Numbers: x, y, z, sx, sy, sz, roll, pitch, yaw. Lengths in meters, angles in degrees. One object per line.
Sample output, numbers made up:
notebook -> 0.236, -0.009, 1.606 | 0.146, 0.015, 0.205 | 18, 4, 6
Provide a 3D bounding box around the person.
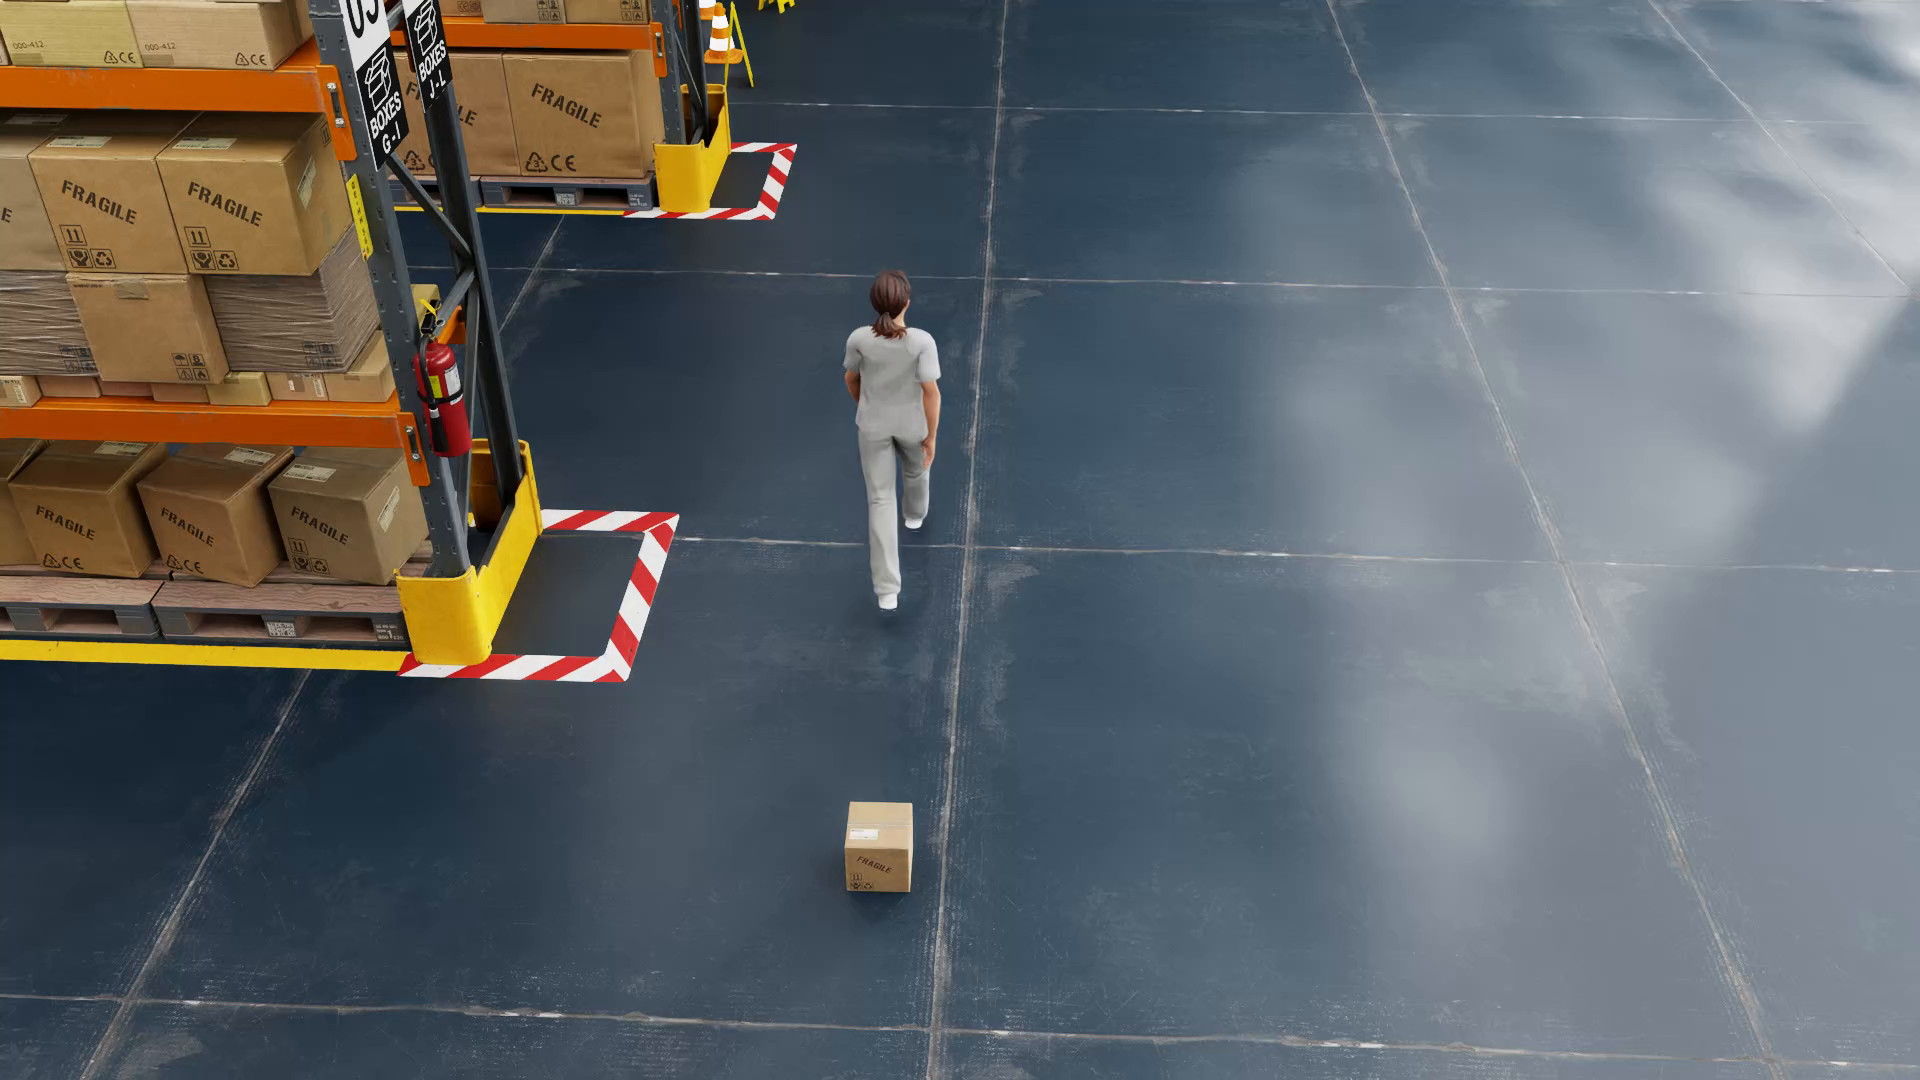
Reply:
person -> -0.315, -0.576, 7.907 | 0.453, 1.606, 1.049 | 0, 36, 0
